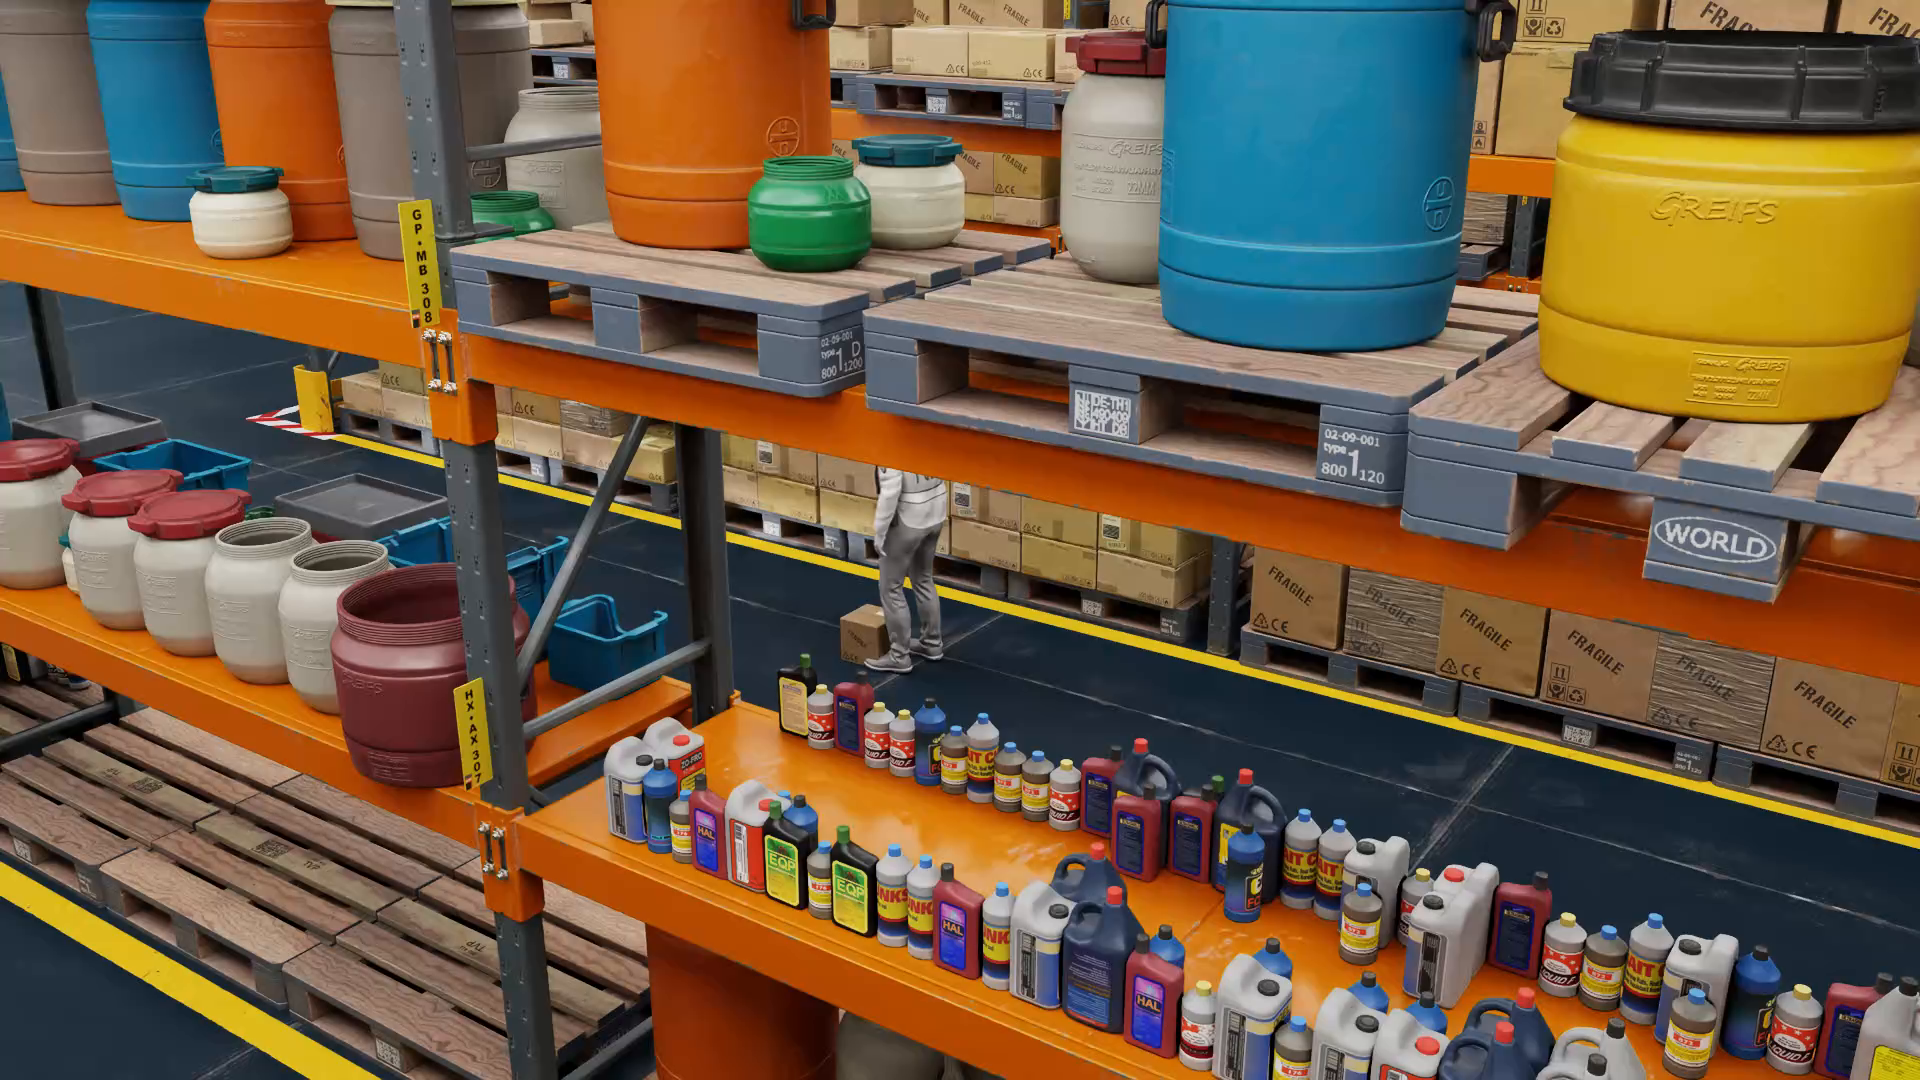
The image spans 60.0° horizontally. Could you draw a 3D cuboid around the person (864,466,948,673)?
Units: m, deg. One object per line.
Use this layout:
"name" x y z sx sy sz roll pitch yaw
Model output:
"person" -0.289 -0.094 8.826 0.409 1.663 0.527 13 24 32
